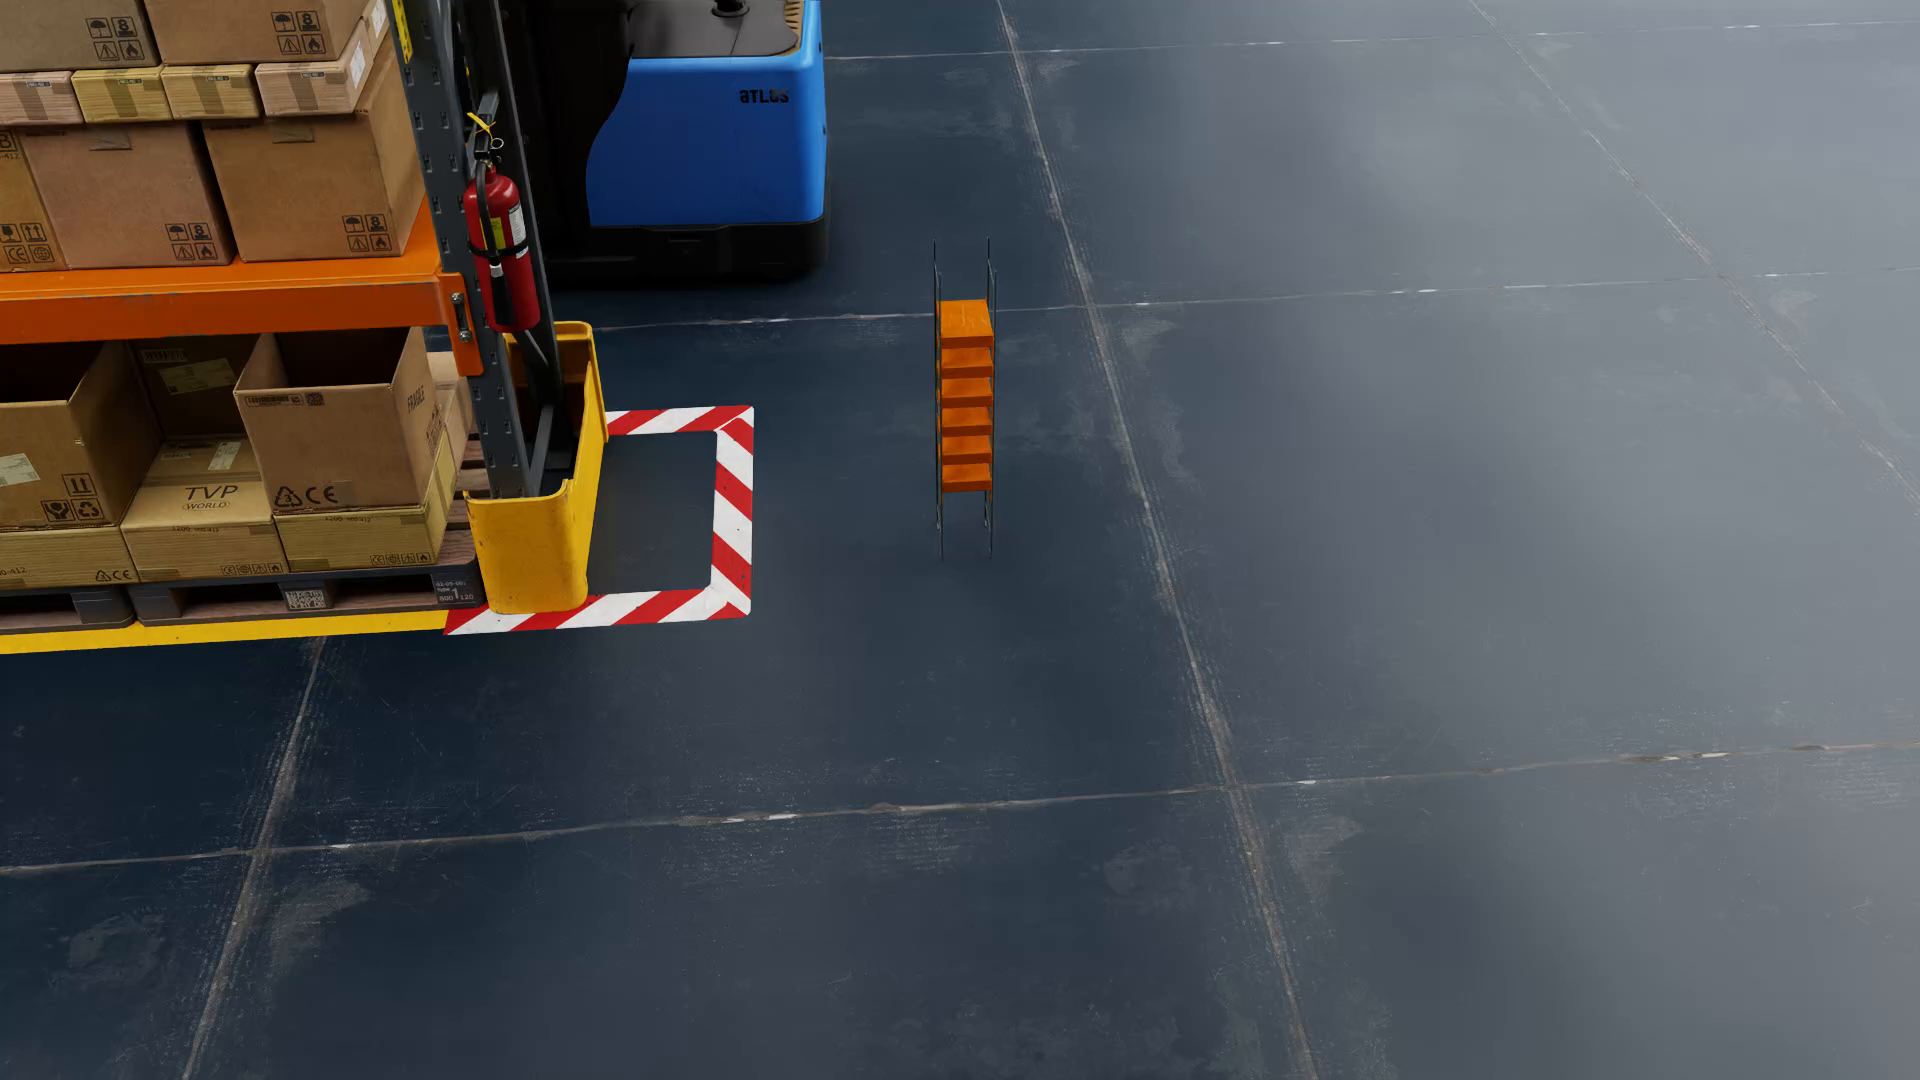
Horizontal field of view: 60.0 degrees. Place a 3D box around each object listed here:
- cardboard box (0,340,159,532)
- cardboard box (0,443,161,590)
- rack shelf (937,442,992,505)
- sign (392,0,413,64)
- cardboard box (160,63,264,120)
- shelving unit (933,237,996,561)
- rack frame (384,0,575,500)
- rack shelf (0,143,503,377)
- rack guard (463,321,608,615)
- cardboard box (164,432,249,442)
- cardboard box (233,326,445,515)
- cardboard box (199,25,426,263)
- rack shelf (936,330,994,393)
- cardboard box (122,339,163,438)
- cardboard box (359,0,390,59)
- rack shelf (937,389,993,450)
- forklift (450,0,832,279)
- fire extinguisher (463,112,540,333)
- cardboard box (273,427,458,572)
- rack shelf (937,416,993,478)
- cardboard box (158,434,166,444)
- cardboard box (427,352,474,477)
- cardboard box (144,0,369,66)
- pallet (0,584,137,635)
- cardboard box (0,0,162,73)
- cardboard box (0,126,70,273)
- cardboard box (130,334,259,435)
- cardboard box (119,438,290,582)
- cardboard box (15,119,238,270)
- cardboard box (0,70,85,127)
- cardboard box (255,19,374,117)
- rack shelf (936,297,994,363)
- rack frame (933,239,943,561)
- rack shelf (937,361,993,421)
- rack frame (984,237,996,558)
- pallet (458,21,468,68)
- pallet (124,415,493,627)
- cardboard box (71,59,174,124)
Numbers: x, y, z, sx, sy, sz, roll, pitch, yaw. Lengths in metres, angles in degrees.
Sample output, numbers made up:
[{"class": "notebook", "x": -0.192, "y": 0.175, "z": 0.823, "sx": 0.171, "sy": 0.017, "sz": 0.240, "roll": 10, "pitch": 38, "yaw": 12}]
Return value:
[{"class": "cardboard box", "x": -3.089, "y": -0.380, "z": 5.585, "sx": 0.500, "sy": 0.500, "sz": 0.500, "roll": -3, "pitch": 38, "yaw": -4}, {"class": "cardboard box", "x": -3.090, "y": -0.087, "z": 5.820, "sx": 0.500, "sy": 0.250, "sz": 0.500, "roll": -3, "pitch": 38, "yaw": -4}, {"class": "rack shelf", "x": 0.014, "y": -0.249, "z": 6.056, "sx": 0.180, "sy": 0.103, "sz": 0.258, "roll": -3, "pitch": 38, "yaw": -4}, {"class": "sign", "x": -1.552, "y": -1.489, "z": 4.589, "sx": 0.005, "sy": 0.325, "sz": 0.100, "roll": -3, "pitch": 38, "yaw": -4}, {"class": "cardboard box", "x": -2.211, "y": -1.417, "z": 5.020, "sx": 0.250, "sy": 0.149, "sz": 0.380, "roll": -2, "pitch": 38, "yaw": -3}, {"class": "shelving unit", "x": 0.014, "y": -0.472, "z": 5.879, "sx": 0.189, "sy": 1.200, "sz": 0.258, "roll": -3, "pitch": 38, "yaw": -4}, {"class": "rack frame", "x": -1.587, "y": -1.277, "z": 5.447, "sx": 0.127, "sy": 3.000, "sz": 1.000, "roll": -3, "pitch": 38, "yaw": -4}, {"class": "rack shelf", "x": -3.579, "y": -0.885, "z": 5.530, "sx": 4.000, "sy": 0.370, "sz": 1.077, "roll": -3, "pitch": 38, "yaw": -4}, {"class": "rack guard", "x": -1.563, "y": -0.297, "z": 6.223, "sx": 0.348, "sy": 0.500, "sz": 1.175, "roll": -3, "pitch": 38, "yaw": -4}, {"class": "cardboard box", "x": -2.638, "y": -0.440, "z": 6.267, "sx": 0.500, "sy": 0.250, "sz": 0.500, "roll": -3, "pitch": 38, "yaw": -4}, {"class": "cardboard box", "x": -2.095, "y": -0.444, "z": 5.666, "sx": 0.500, "sy": 0.500, "sz": 0.500, "roll": -3, "pitch": 38, "yaw": -4}, {"class": "cardboard box", "x": -2.053, "y": -1.298, "z": 5.393, "sx": 0.500, "sy": 0.500, "sz": 0.700, "roll": -3, "pitch": 38, "yaw": -4}, {"class": "rack shelf", "x": 0.014, "y": -0.625, "z": 5.758, "sx": 0.180, "sy": 0.103, "sz": 0.258, "roll": -3, "pitch": 38, "yaw": -4}, {"class": "cardboard box", "x": -3.135, "y": -0.700, "z": 5.992, "sx": 0.500, "sy": 0.500, "sz": 0.500, "roll": -3, "pitch": 38, "yaw": -4}, {"class": "cardboard box", "x": -1.997, "y": -1.682, "z": 5.356, "sx": 0.250, "sy": 0.149, "sz": 0.380, "roll": -3, "pitch": 38, "yaw": -4}, {"class": "rack shelf", "x": 0.014, "y": -0.437, "z": 5.907, "sx": 0.180, "sy": 0.103, "sz": 0.258, "roll": -3, "pitch": 38, "yaw": -4}, {"class": "forklift", "x": -2.150, "y": -2.636, "z": 7.225, "sx": 3.031, "sy": 2.935, "sz": 1.130, "roll": -1, "pitch": 38, "yaw": -2}, {"class": "fire extinguisher", "x": -1.428, "y": -0.966, "z": 5.116, "sx": 0.183, "sy": 0.674, "sz": 0.296, "roll": -3, "pitch": 38, "yaw": -4}, {"class": "cardboard box", "x": -2.095, "y": -0.150, "z": 5.900, "sx": 0.500, "sy": 0.250, "sz": 0.500, "roll": -3, "pitch": 38, "yaw": -4}, {"class": "rack shelf", "x": 0.014, "y": -0.343, "z": 5.981, "sx": 0.180, "sy": 0.103, "sz": 0.258, "roll": -3, "pitch": 38, "yaw": -4}, {"class": "cardboard box", "x": -3.136, "y": -0.413, "z": 6.233, "sx": 0.500, "sy": 0.250, "sz": 0.500, "roll": -3, "pitch": 38, "yaw": -4}, {"class": "cardboard box", "x": -2.141, "y": -0.470, "z": 6.305, "sx": 0.500, "sy": 0.250, "sz": 0.500, "roll": -3, "pitch": 38, "yaw": -4}, {"class": "cardboard box", "x": -2.106, "y": -1.805, "z": 4.988, "sx": 0.500, "sy": 0.500, "sz": 0.700, "roll": -3, "pitch": 38, "yaw": -4}, {"class": "pallet", "x": -3.557, "y": -0.049, "z": 6.142, "sx": 1.213, "sy": 0.211, "sz": 1.003, "roll": -3, "pitch": 38, "yaw": -4}, {"class": "cardboard box", "x": -2.629, "y": -1.773, "z": 4.947, "sx": 0.500, "sy": 0.500, "sz": 0.700, "roll": -4, "pitch": 38, "yaw": -5}, {"class": "cardboard box", "x": -3.071, "y": -1.243, "z": 5.323, "sx": 0.500, "sy": 0.500, "sz": 0.700, "roll": -3, "pitch": 38, "yaw": -4}, {"class": "cardboard box", "x": -2.638, "y": -0.736, "z": 6.036, "sx": 0.500, "sy": 0.500, "sz": 0.500, "roll": -3, "pitch": 38, "yaw": -4}, {"class": "cardboard box", "x": -2.592, "y": -0.116, "z": 5.856, "sx": 0.500, "sy": 0.250, "sz": 0.500, "roll": -3, "pitch": 38, "yaw": -4}, {"class": "cardboard box", "x": -2.575, "y": -1.267, "z": 5.353, "sx": 0.500, "sy": 0.500, "sz": 0.700, "roll": -2, "pitch": 38, "yaw": -3}, {"class": "cardboard box", "x": -2.716, "y": -1.390, "z": 4.986, "sx": 0.250, "sy": 0.149, "sz": 0.380, "roll": -3, "pitch": 38, "yaw": -3}, {"class": "cardboard box", "x": -1.950, "y": -1.432, "z": 5.039, "sx": 0.250, "sy": 0.149, "sz": 0.380, "roll": -4, "pitch": 38, "yaw": -5}, {"class": "rack shelf", "x": 0.014, "y": -0.720, "z": 5.684, "sx": 0.180, "sy": 0.103, "sz": 0.258, "roll": -3, "pitch": 38, "yaw": -4}, {"class": "rack frame", "x": -0.077, "y": -0.467, "z": 5.873, "sx": 0.006, "sy": 1.200, "sz": 0.240, "roll": -3, "pitch": 38, "yaw": -4}, {"class": "rack shelf", "x": 0.014, "y": -0.531, "z": 5.833, "sx": 0.180, "sy": 0.103, "sz": 0.258, "roll": -3, "pitch": 38, "yaw": -4}, {"class": "rack frame", "x": 0.106, "y": -0.477, "z": 5.886, "sx": 0.006, "sy": 1.200, "sz": 0.240, "roll": -3, "pitch": 38, "yaw": -4}, {"class": "pallet", "x": -2.903, "y": -3.164, "z": 10.090, "sx": 1.213, "sy": 0.211, "sz": 1.003, "roll": -3, "pitch": 38, "yaw": -4}, {"class": "pallet", "x": -2.345, "y": -0.114, "z": 6.224, "sx": 1.213, "sy": 0.211, "sz": 1.003, "roll": -3, "pitch": 38, "yaw": -4}, {"class": "cardboard box", "x": -2.466, "y": -1.403, "z": 5.002, "sx": 0.250, "sy": 0.149, "sz": 0.380, "roll": -4, "pitch": 38, "yaw": -5}]
